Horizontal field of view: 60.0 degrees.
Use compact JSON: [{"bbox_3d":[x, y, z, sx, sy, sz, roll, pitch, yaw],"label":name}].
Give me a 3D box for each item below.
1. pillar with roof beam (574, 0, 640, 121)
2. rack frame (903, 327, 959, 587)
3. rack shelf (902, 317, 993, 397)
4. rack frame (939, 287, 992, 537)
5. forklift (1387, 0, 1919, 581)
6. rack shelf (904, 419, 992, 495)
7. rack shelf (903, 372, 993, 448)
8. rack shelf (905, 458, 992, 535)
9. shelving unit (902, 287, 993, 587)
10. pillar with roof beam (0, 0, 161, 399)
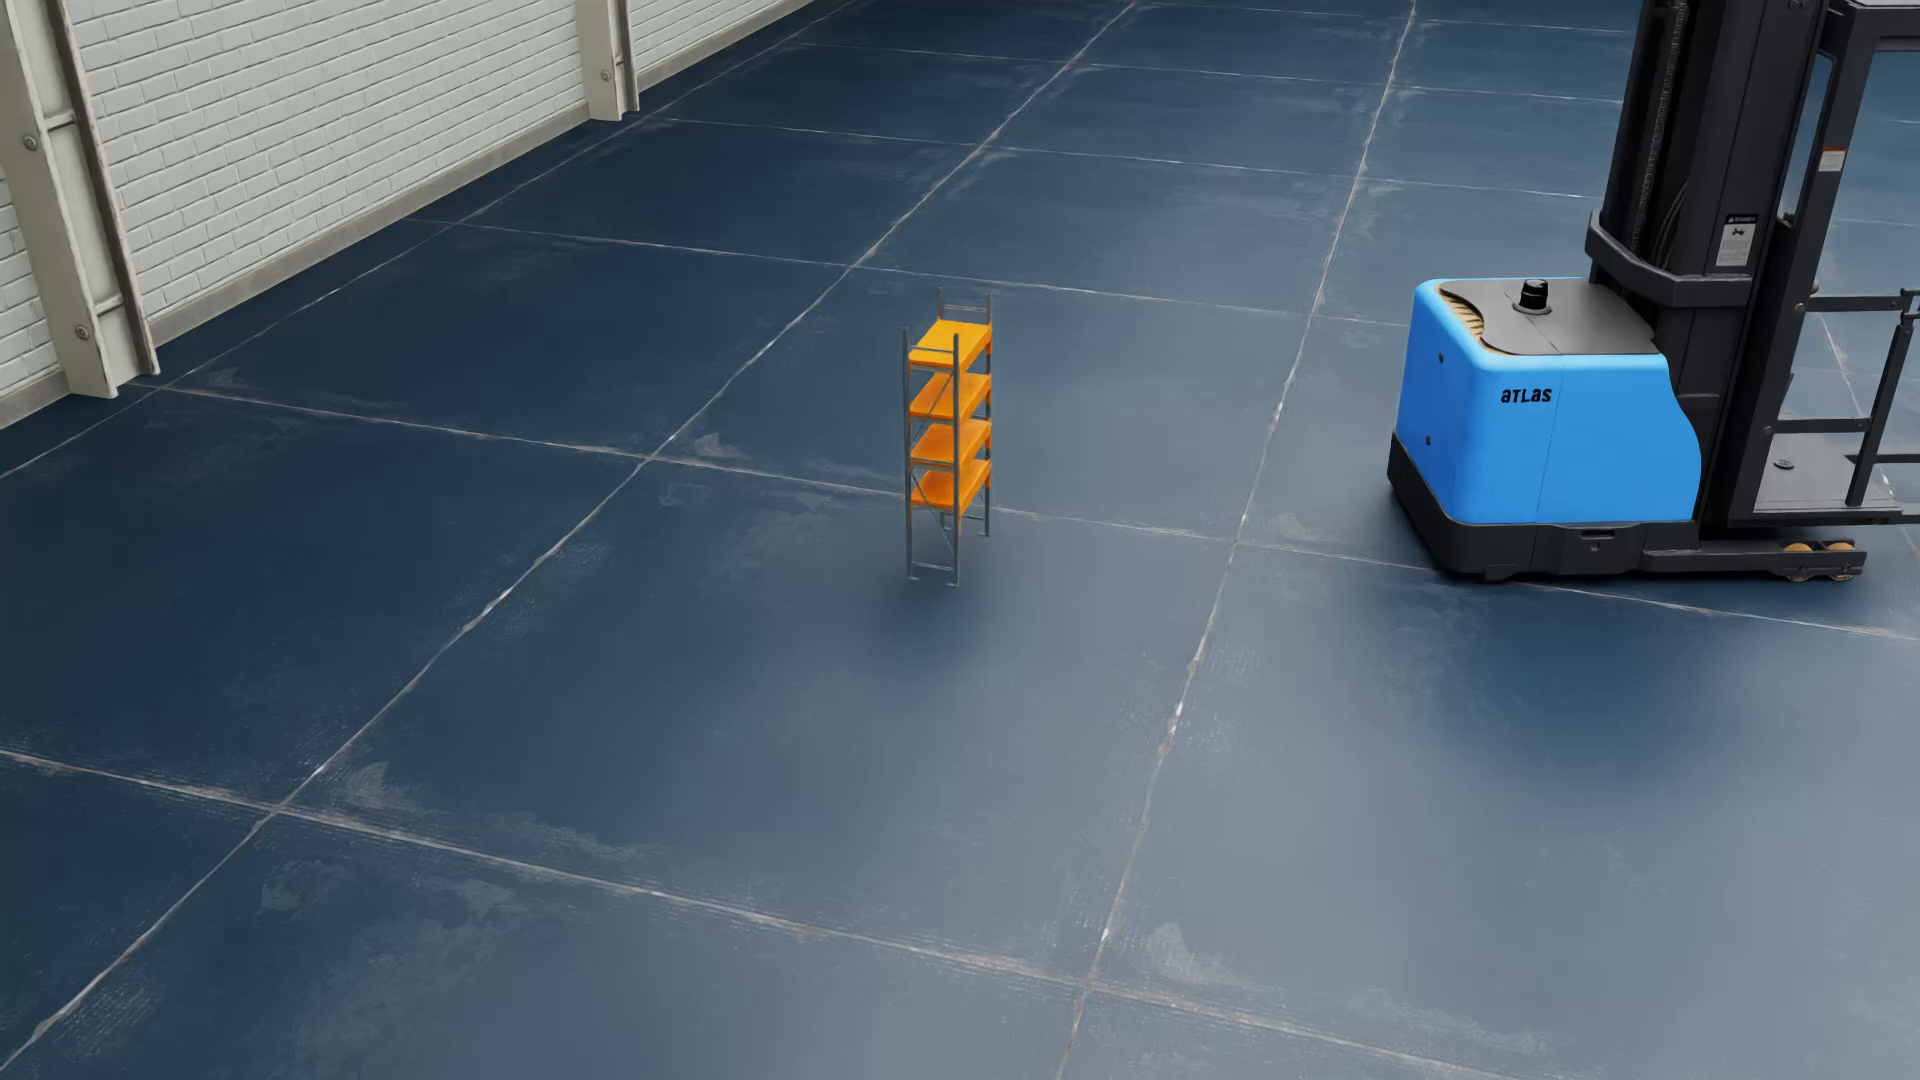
[{"bbox_3d":[1.122,-6.997,11.071,9.100,9.000,0.400,8,30,15],"label":"pillar with roof beam"},{"bbox_3d":[-0.120,-0.334,7.116,0.240,1.200,0.015,8,30,15],"label":"rack frame"},{"bbox_3d":[-0.049,-0.791,7.129,0.258,0.148,0.480,8,30,15],"label":"rack shelf"},{"bbox_3d":[0.023,-0.561,7.524,0.240,1.200,0.015,8,30,15],"label":"rack frame"},{"bbox_3d":[3.627,-1.355,7.170,3.031,2.935,1.130,-1,29,-2],"label":"forklift"},{"bbox_3d":[-0.049,-0.389,7.353,0.258,0.148,0.480,8,30,15],"label":"rack shelf"},{"bbox_3d":[-0.049,-0.584,7.244,0.258,0.148,0.480,8,30,15],"label":"rack shelf"},{"bbox_3d":[-0.049,-0.215,7.449,0.258,0.148,0.480,8,30,15],"label":"rack shelf"},{"bbox_3d":[-0.049,-0.447,7.320,0.258,1.200,0.503,8,30,15],"label":"shelving unit"},{"bbox_3d":[-0.639,-4.209,6.059,9.100,9.000,0.400,8,30,15],"label":"pillar with roof beam"}]
